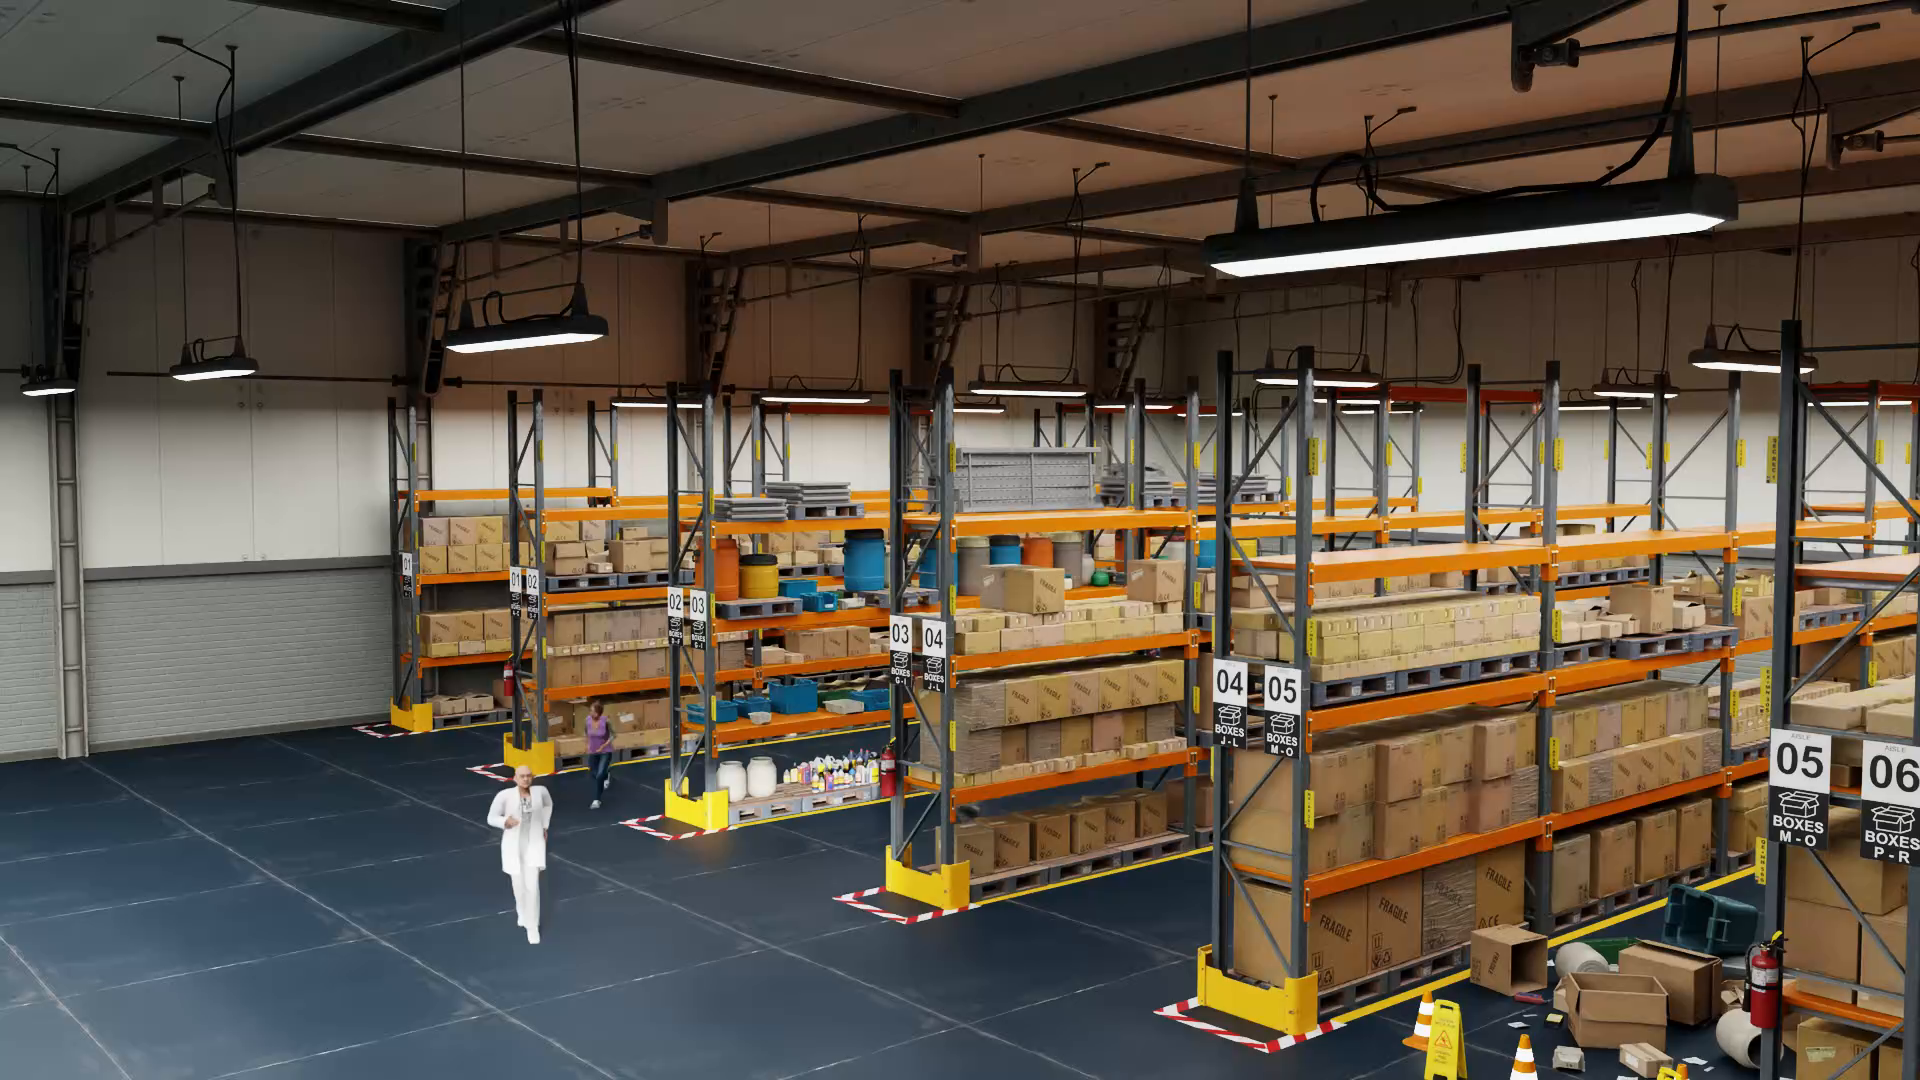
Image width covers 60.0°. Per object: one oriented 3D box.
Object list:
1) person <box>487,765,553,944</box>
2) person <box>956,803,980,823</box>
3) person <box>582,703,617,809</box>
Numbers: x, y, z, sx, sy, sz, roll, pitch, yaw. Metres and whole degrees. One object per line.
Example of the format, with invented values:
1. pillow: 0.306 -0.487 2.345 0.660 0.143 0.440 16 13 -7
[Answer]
1. person: -4.604 3.270 17.437 0.669 1.855 0.860 -1 3 -16
2. person: 0.013 3.166 21.664 0.597 1.487 0.788 3 4 40
3. person: -5.114 3.040 23.677 0.533 1.538 0.723 0 3 2
